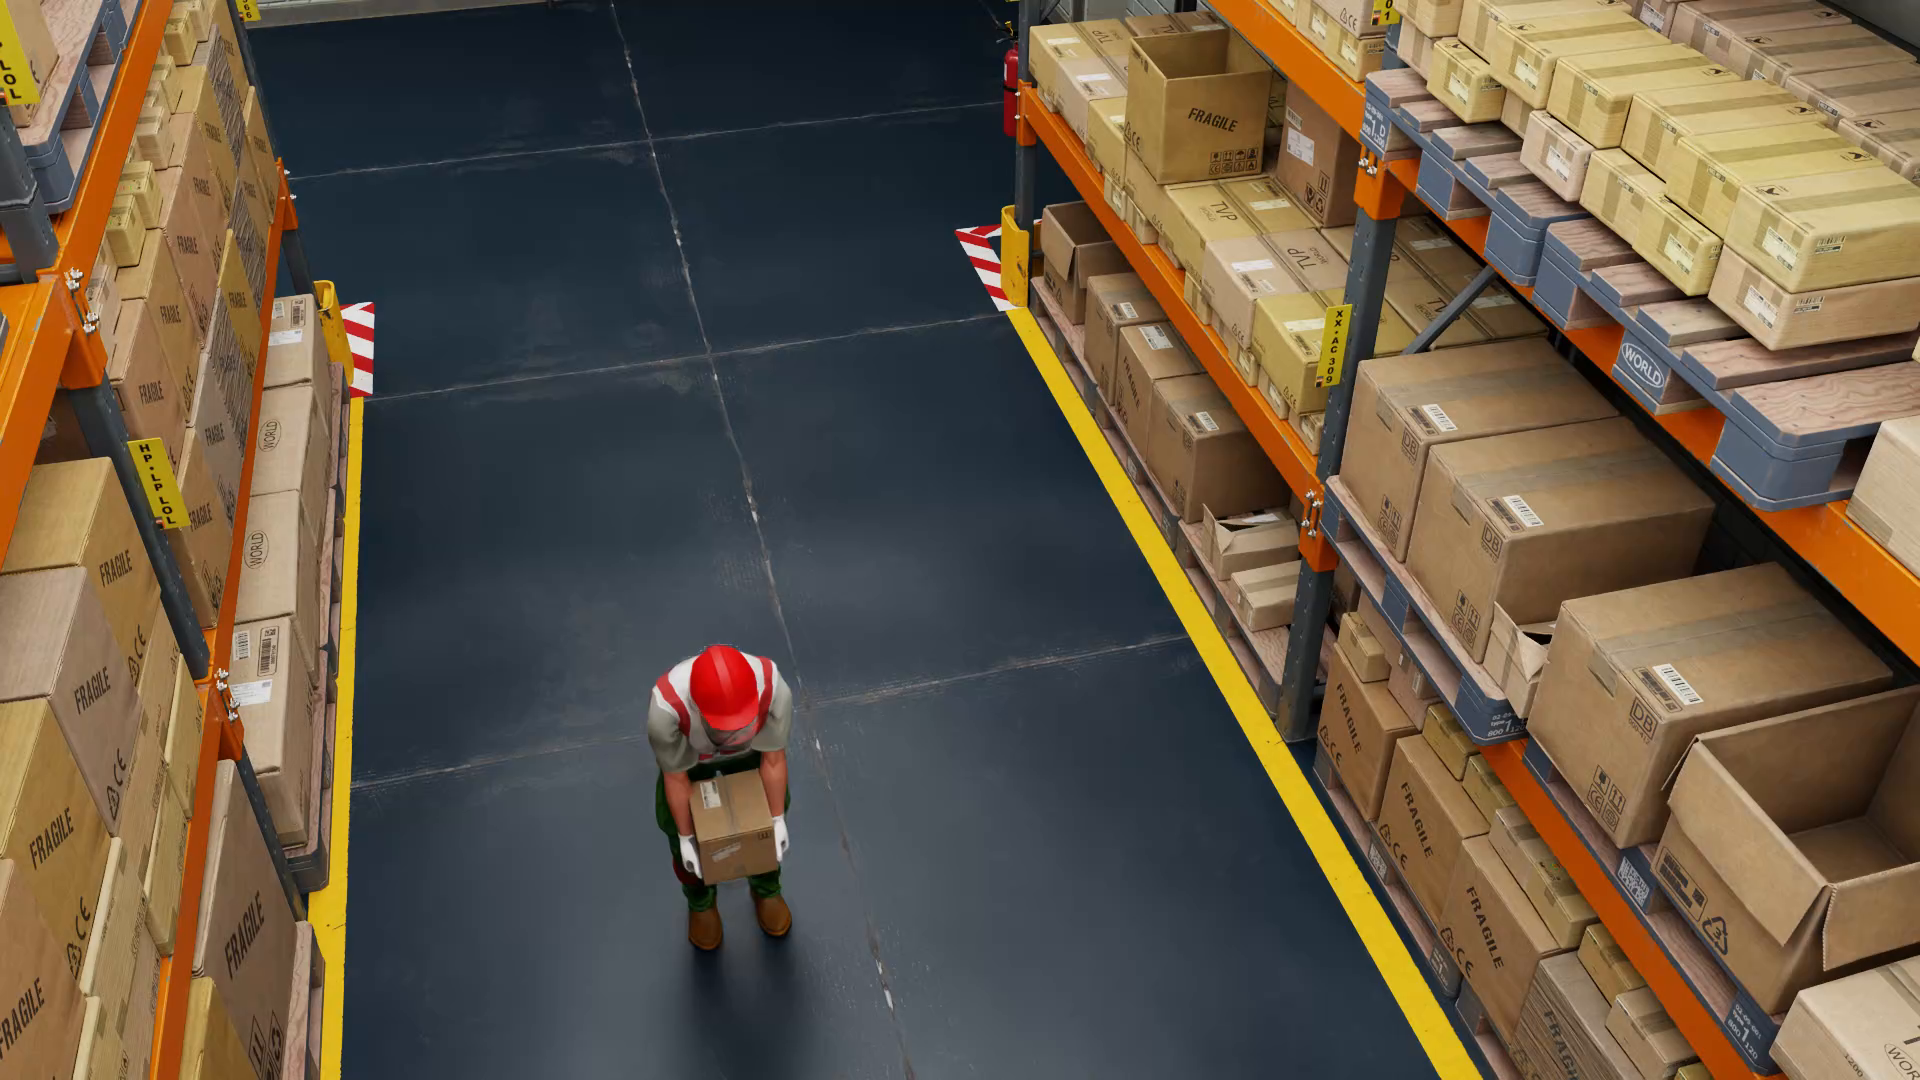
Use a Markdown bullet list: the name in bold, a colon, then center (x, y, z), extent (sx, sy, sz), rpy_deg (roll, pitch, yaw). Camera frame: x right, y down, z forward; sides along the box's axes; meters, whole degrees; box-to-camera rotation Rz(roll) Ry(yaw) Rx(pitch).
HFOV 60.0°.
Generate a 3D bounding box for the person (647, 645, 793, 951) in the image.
- **person**: center (-0.802, 0.863, 5.714), extent (0.490, 1.627, 0.740), rpy_deg (-10, 39, -13)
